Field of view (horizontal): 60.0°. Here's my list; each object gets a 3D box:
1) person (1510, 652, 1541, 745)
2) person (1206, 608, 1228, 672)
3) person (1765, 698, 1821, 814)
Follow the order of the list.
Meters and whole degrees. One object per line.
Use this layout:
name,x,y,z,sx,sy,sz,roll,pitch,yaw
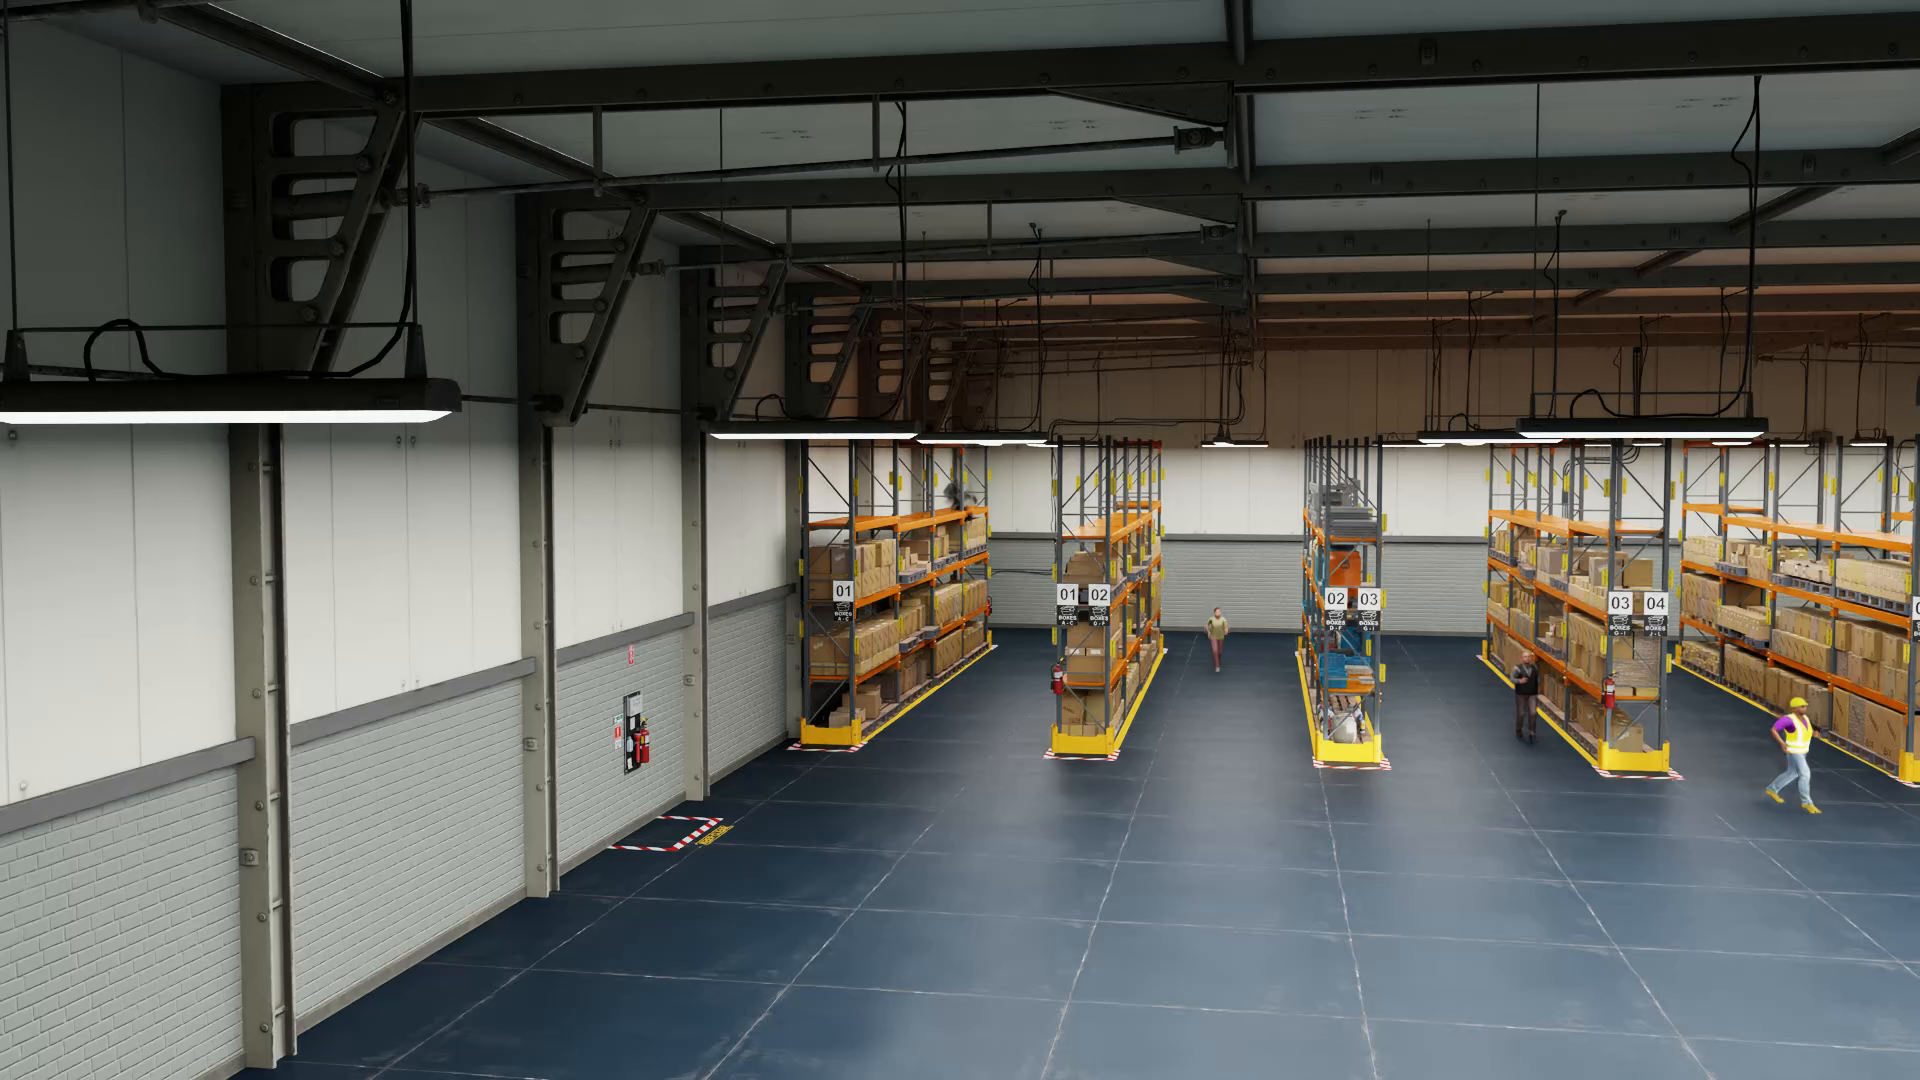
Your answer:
person,11.116,3.079,32.666,0.647,1.760,0.837,0,3,6
person,6.676,2.569,43.212,0.558,1.654,0.883,0,3,2
person,13.332,3.399,26.523,0.675,1.798,0.902,-3,4,-40
